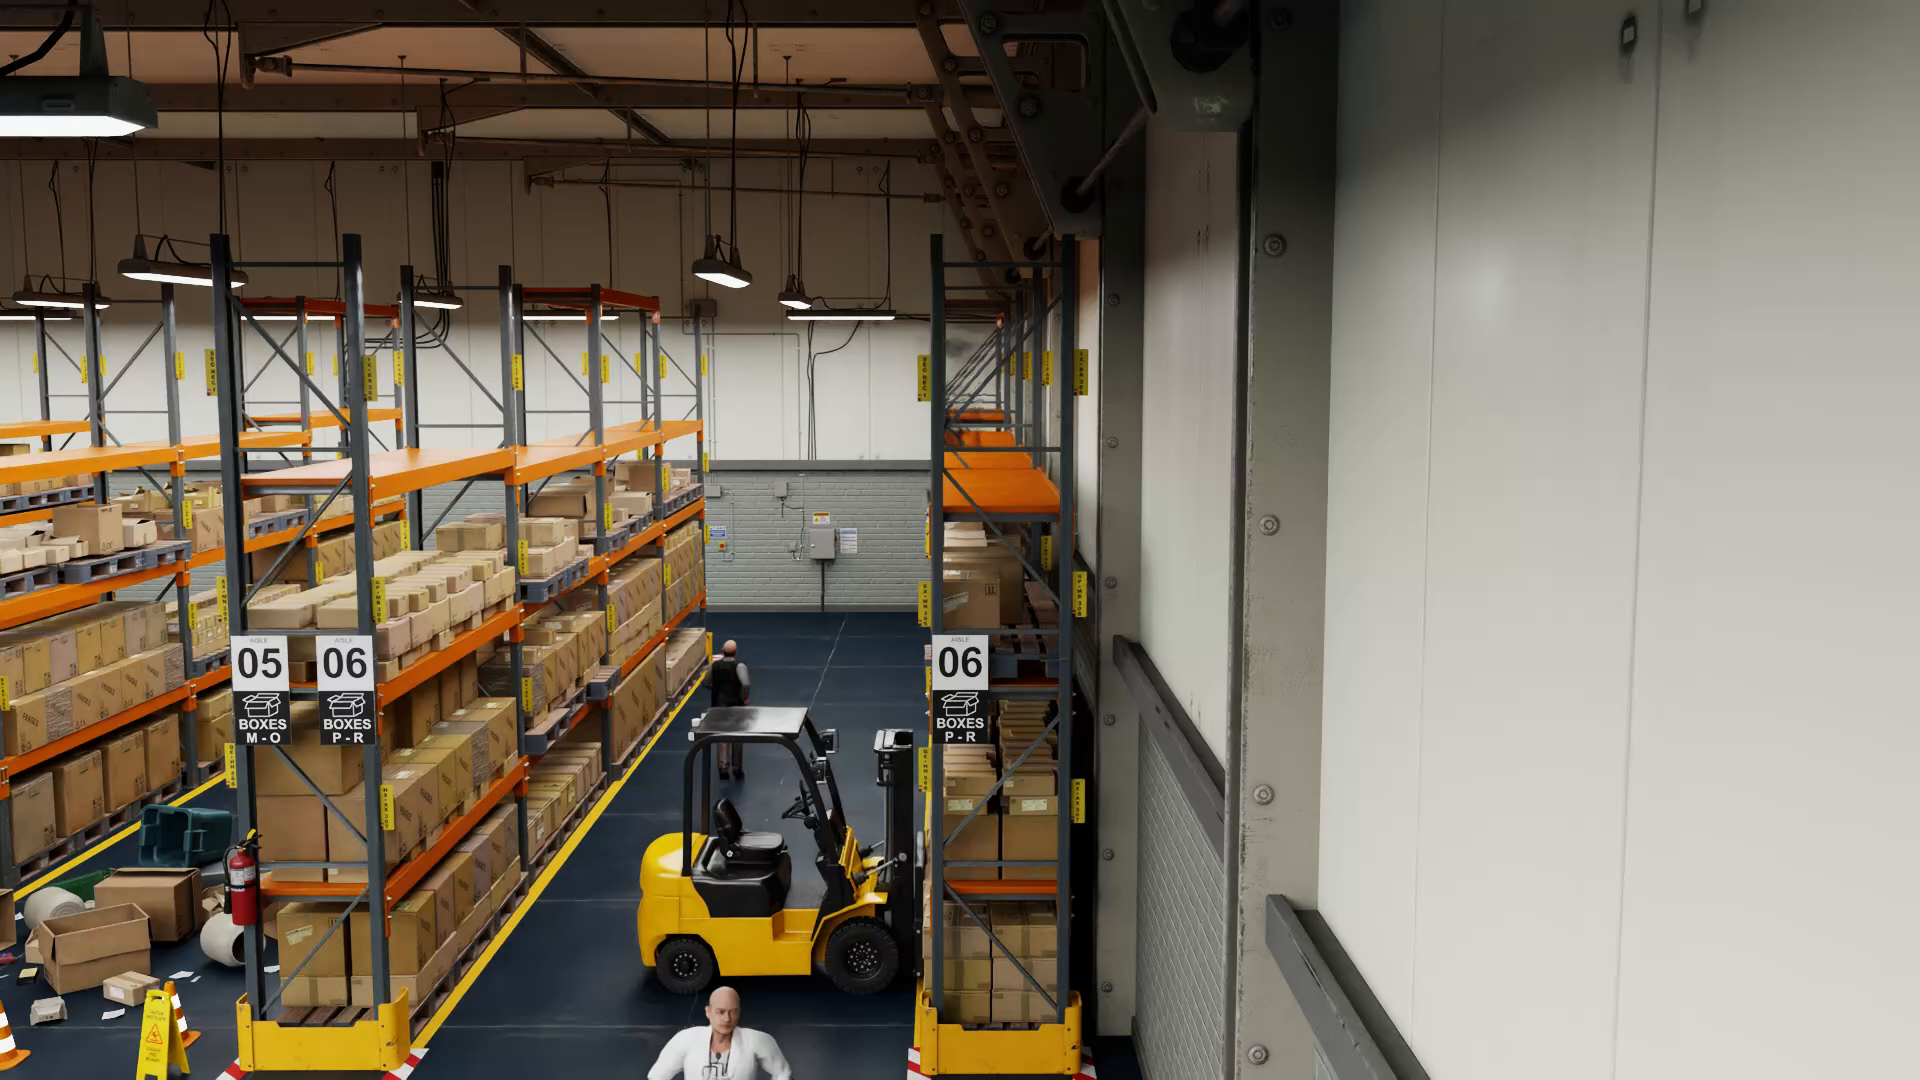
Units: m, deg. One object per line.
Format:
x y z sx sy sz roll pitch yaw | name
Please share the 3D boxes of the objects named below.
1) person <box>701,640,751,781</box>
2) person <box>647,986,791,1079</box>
-2.781 2.086 20.159 0.565 1.748 0.893 0 6 2 | person
-1.342 3.302 9.148 0.774 1.715 0.614 0 6 4 | person
